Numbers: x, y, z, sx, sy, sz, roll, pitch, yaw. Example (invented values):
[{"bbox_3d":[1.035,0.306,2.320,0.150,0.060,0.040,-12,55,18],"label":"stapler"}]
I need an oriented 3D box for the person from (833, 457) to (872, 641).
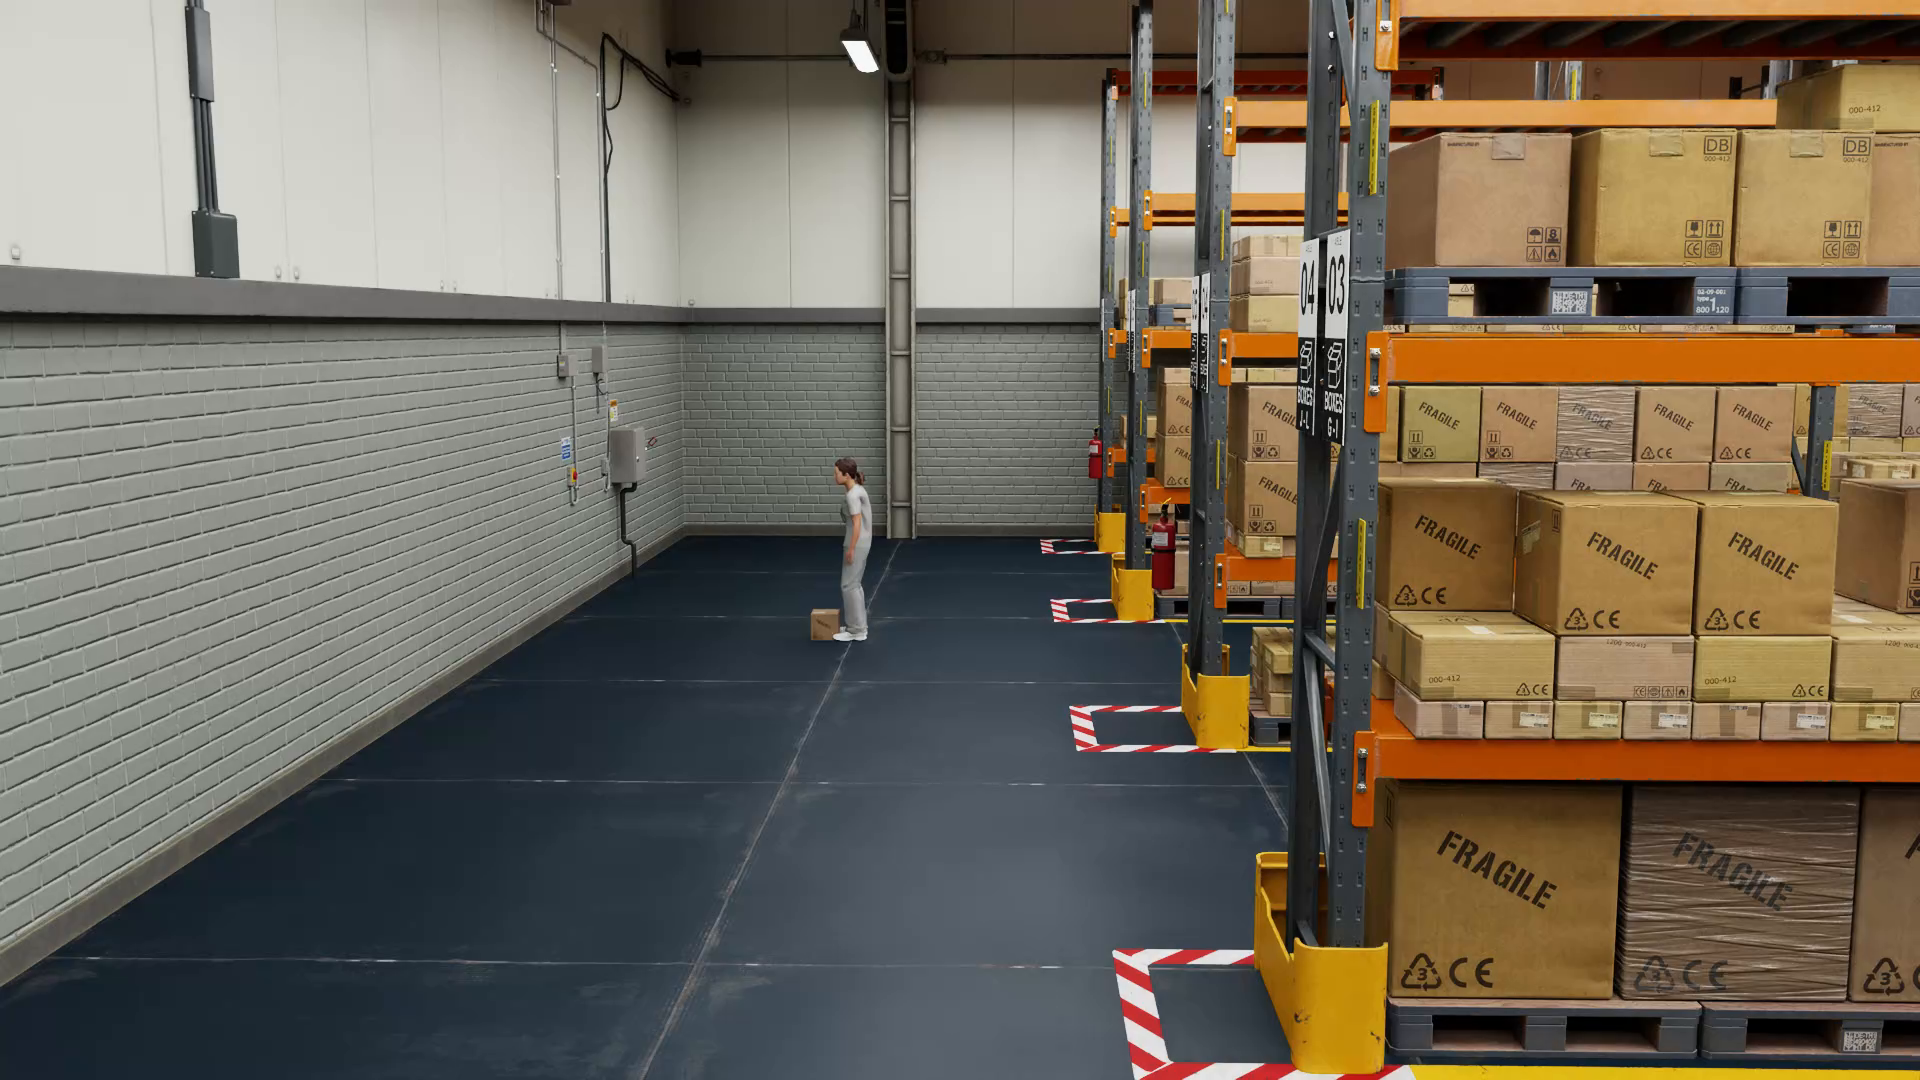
[{"bbox_3d":[-0.984,0.075,15.202,0.362,1.671,0.501,0,7,-2],"label":"person"}]
